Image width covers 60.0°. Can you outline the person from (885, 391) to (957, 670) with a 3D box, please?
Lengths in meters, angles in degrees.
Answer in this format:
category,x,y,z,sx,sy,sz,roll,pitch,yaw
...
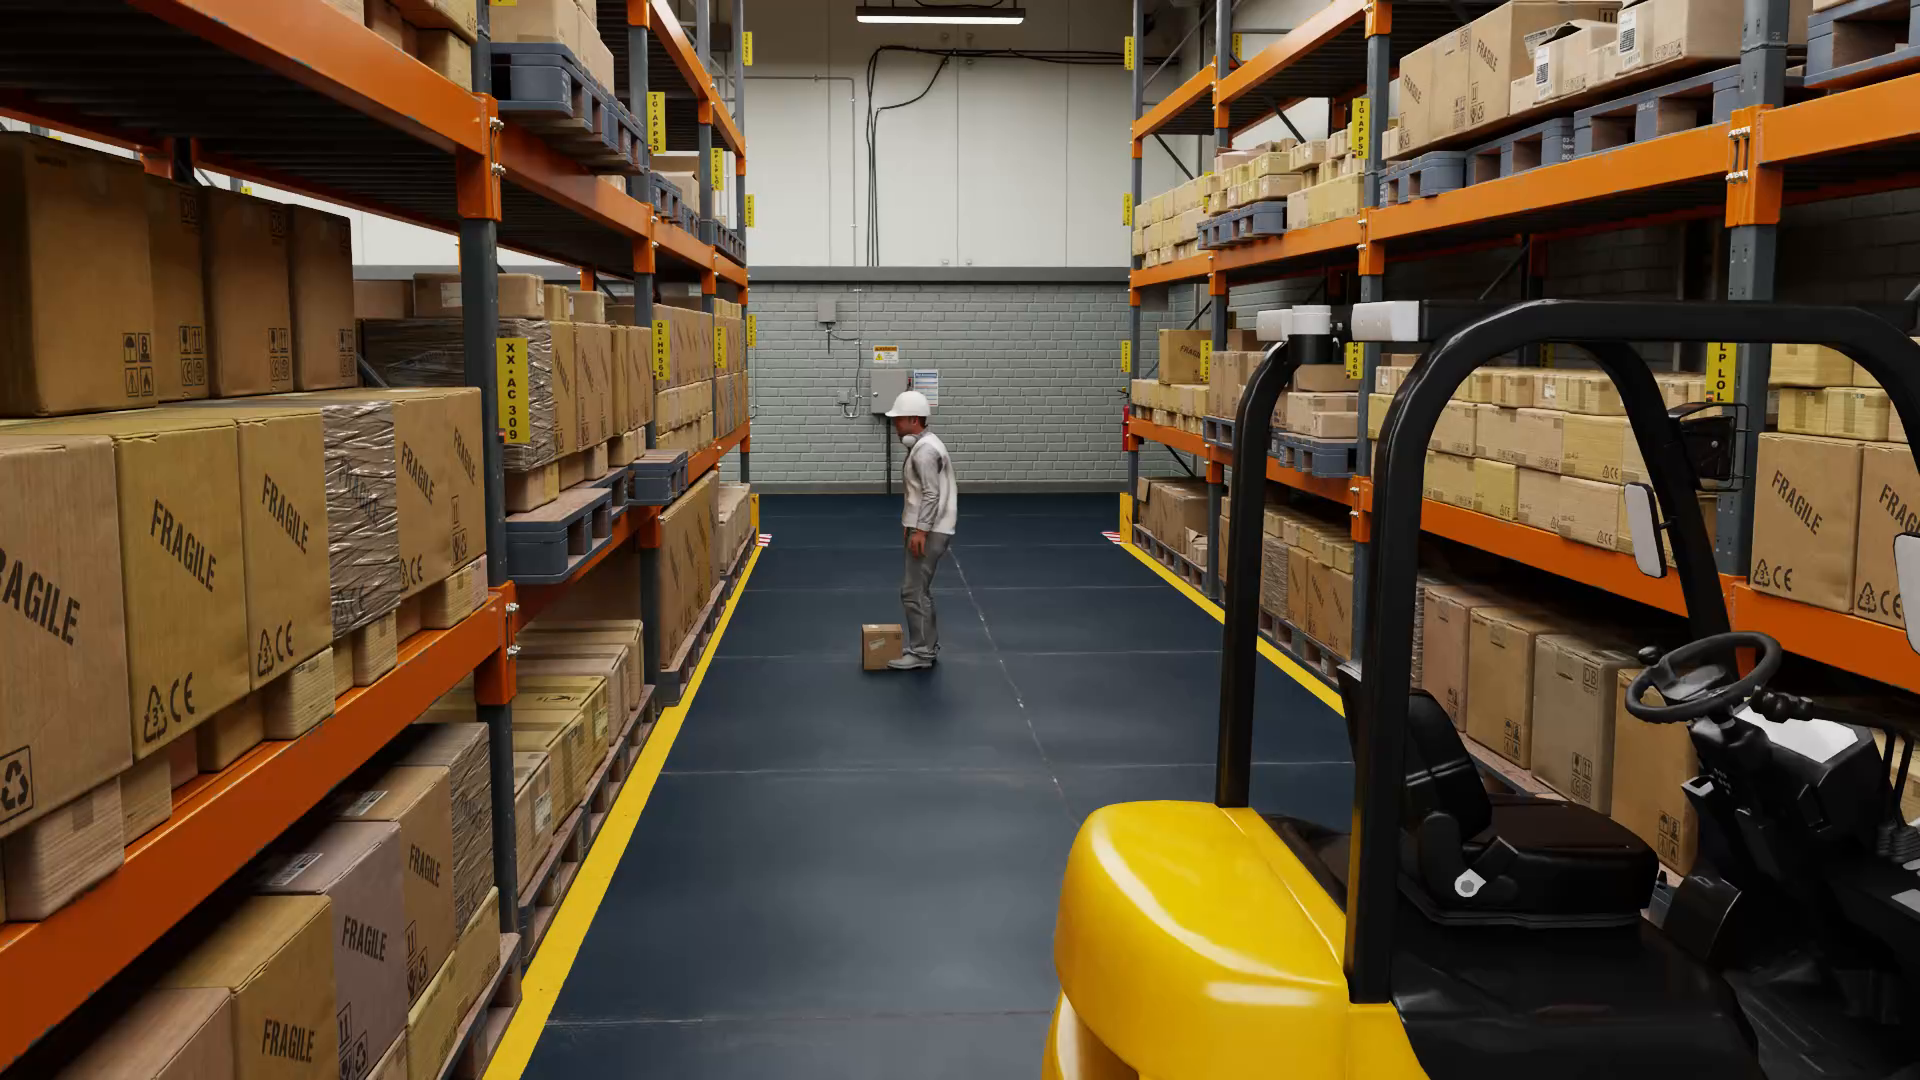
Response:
category,x,y,z,sx,sy,sz,roll,pitch,yaw
person,-0.250,-0.067,10.690,0.465,1.771,0.588,-1,7,-5
